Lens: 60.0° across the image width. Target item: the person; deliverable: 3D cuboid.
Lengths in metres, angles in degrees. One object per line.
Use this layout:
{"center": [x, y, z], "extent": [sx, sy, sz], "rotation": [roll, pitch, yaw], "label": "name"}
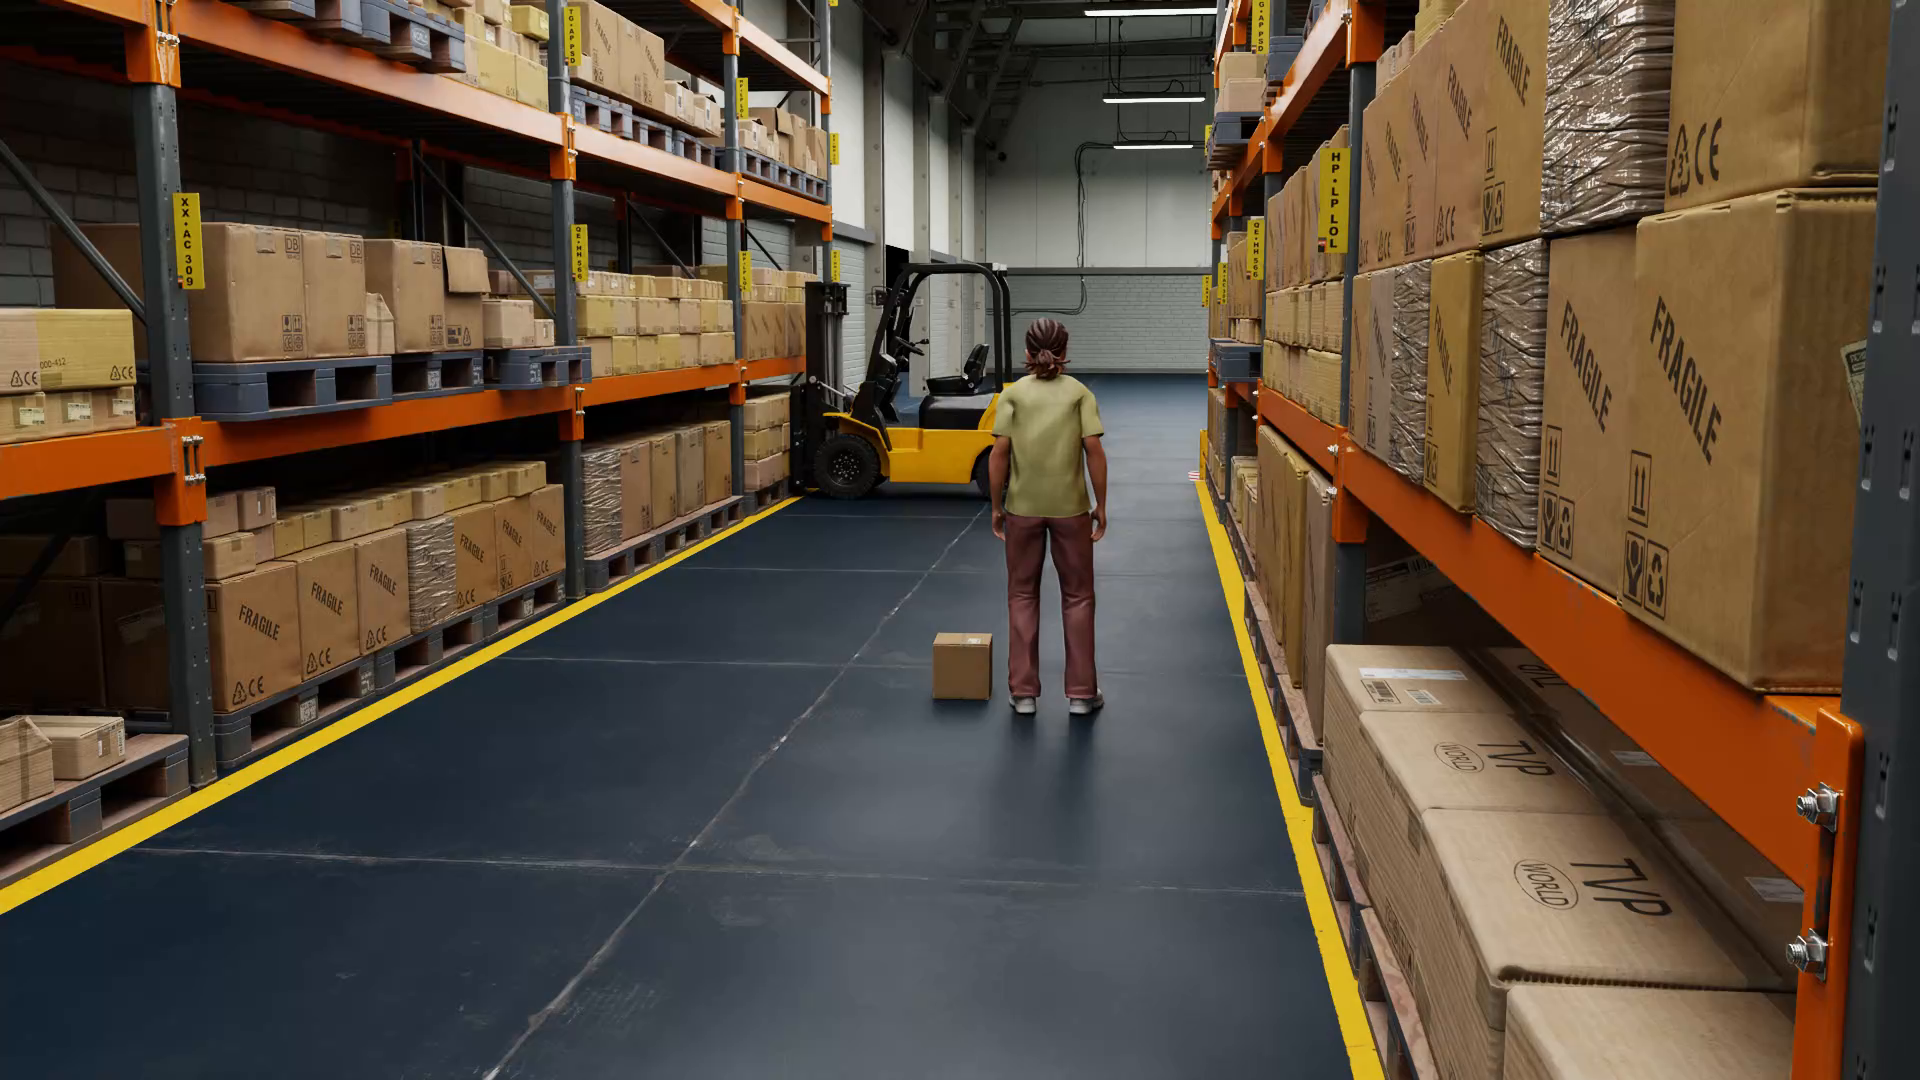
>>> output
{"center": [0.375, -0.101, 7.055], "extent": [0.498, 1.672, 0.360], "rotation": [1, 8, 6], "label": "person"}
